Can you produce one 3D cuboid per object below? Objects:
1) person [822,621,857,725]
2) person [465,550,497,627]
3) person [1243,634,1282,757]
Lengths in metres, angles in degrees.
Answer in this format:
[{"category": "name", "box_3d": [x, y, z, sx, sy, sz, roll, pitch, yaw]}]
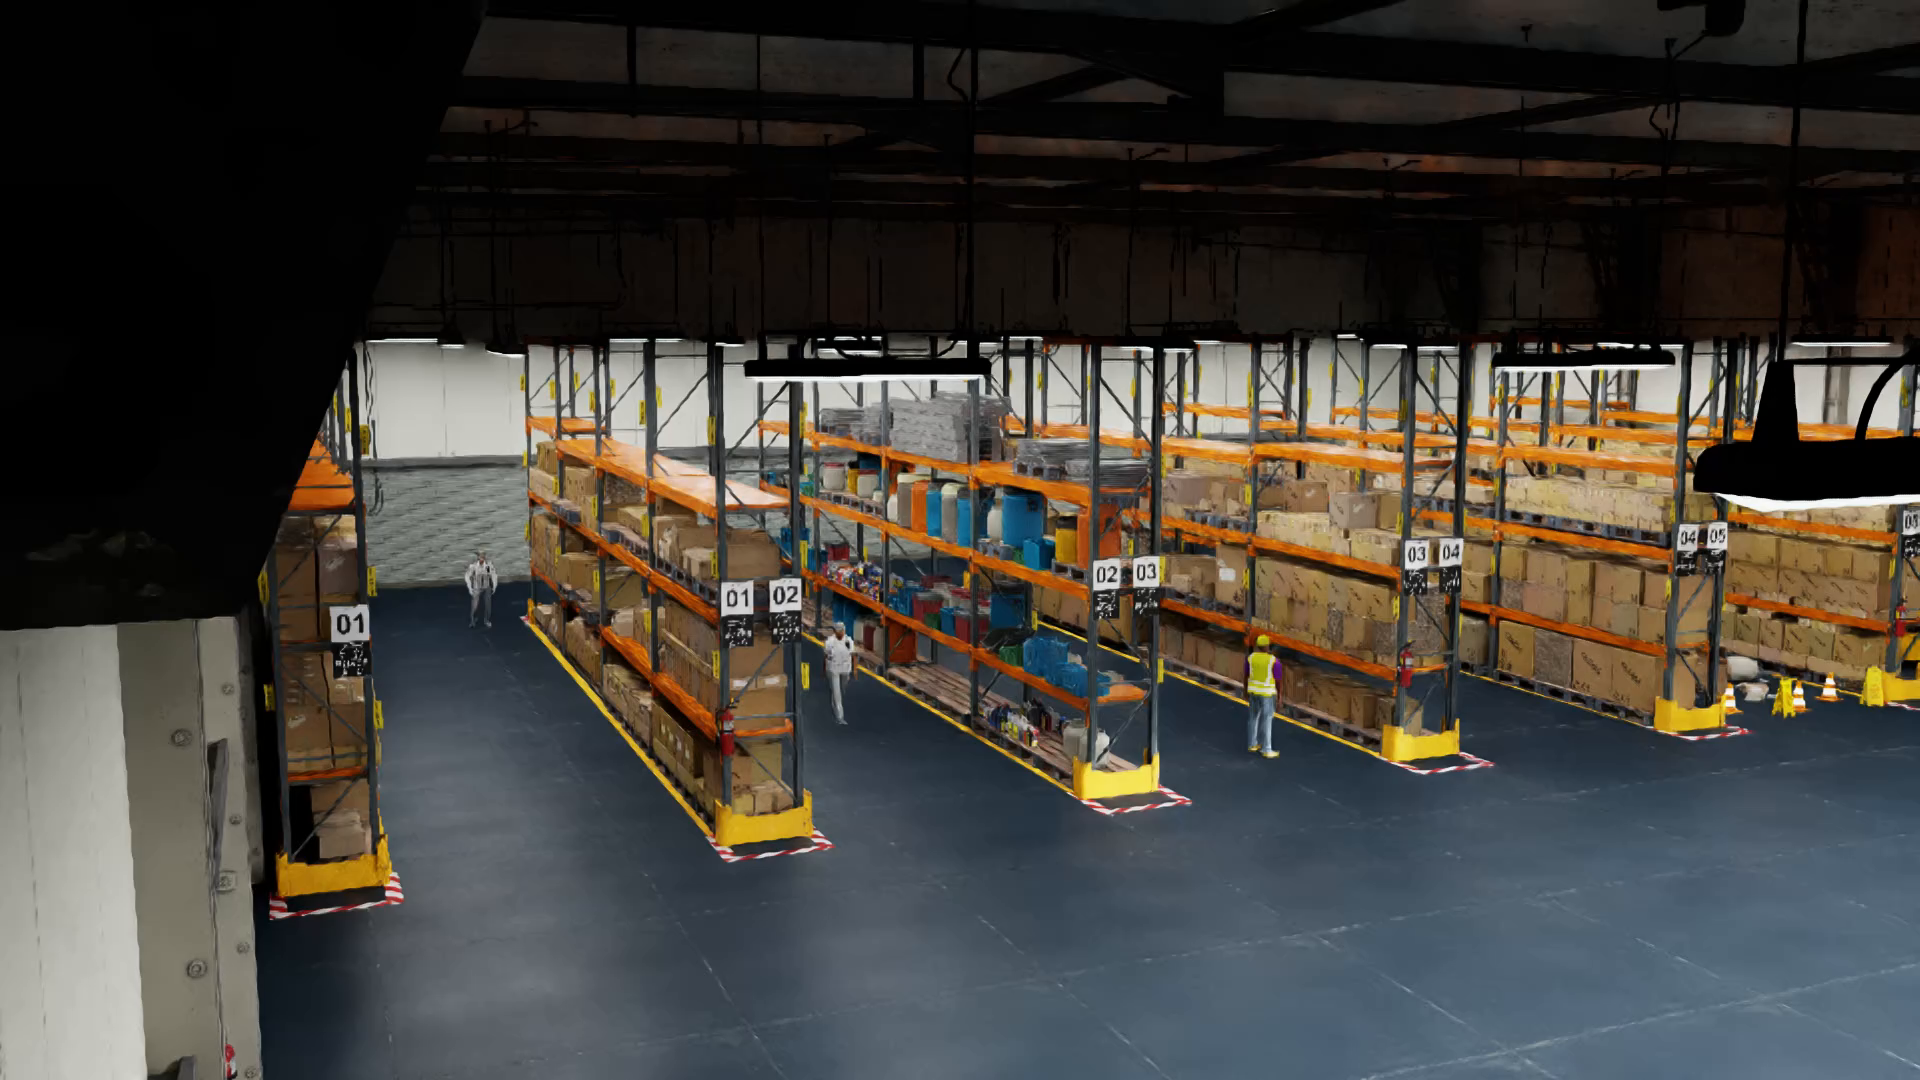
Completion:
[{"category": "person", "box_3d": [-1.885, 2.052, 26.232, 0.493, 1.605, 1.000, -3, 8, -23]}, {"category": "person", "box_3d": [-9.834, 0.994, 34.179, 0.639, 1.628, 0.506, -3, 8, -23]}, {"category": "person", "box_3d": [4.415, 2.233, 24.167, 0.632, 1.768, 0.453, 6, 10, 37]}]
